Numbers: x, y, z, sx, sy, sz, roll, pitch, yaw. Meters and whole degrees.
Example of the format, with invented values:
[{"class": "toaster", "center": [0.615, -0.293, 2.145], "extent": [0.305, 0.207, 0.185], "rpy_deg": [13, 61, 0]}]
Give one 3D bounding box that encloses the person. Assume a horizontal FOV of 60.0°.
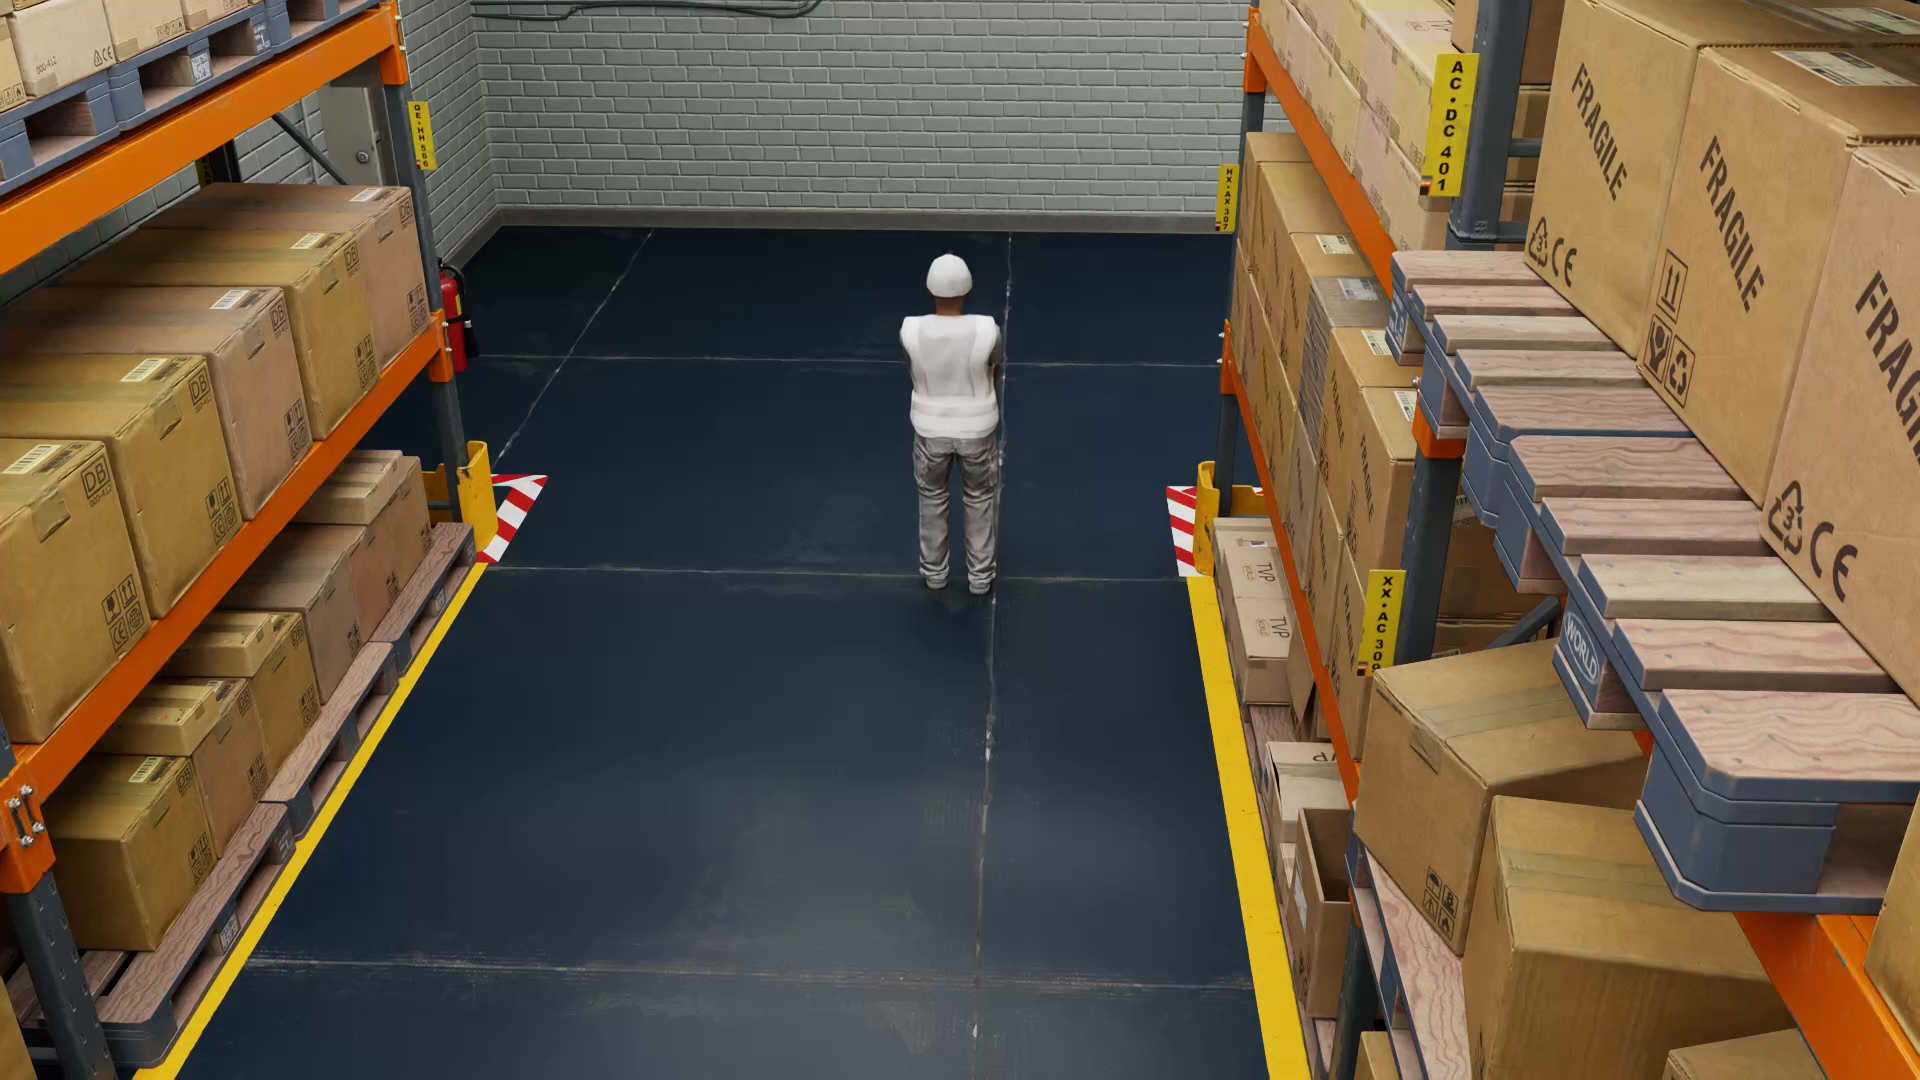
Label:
[{"class": "person", "center": [-0.035, -0.601, 8.247], "extent": [0.488, 1.779, 0.580], "rpy_deg": [1, 28, 3]}]
